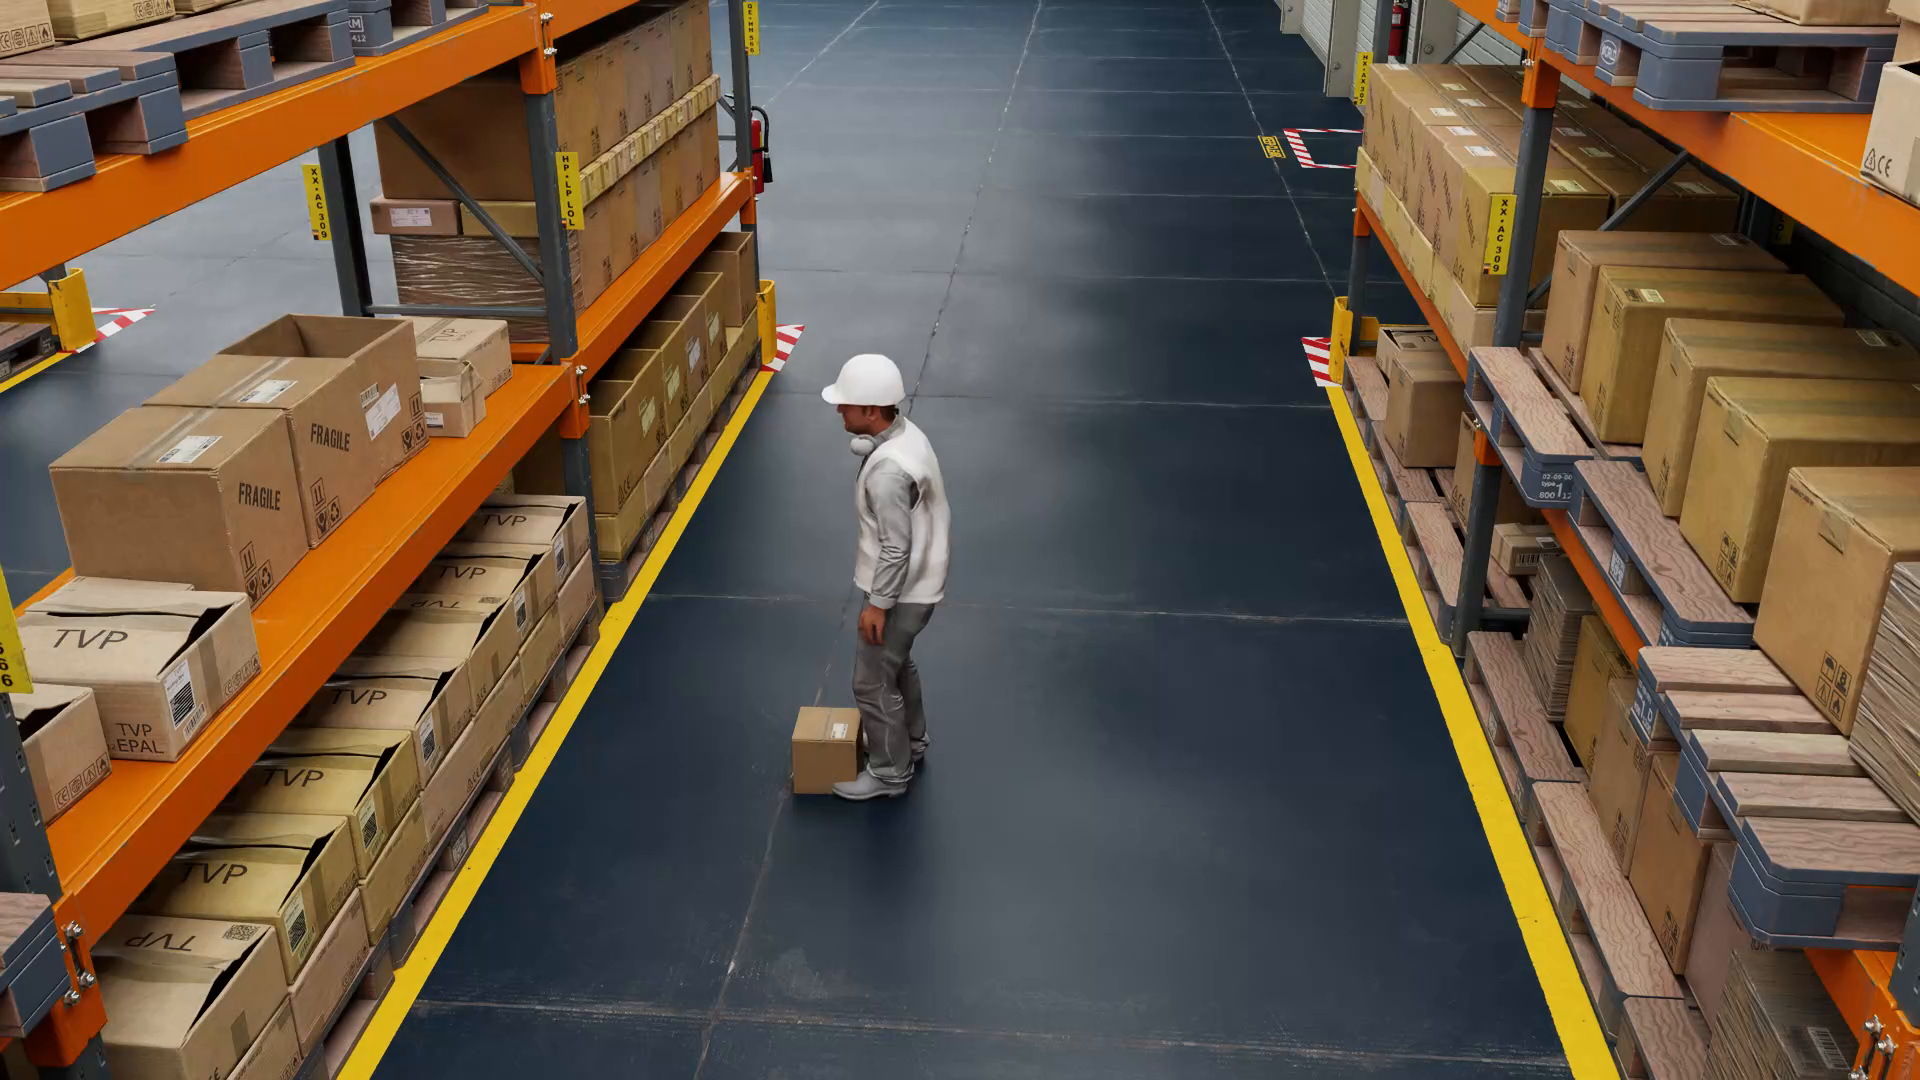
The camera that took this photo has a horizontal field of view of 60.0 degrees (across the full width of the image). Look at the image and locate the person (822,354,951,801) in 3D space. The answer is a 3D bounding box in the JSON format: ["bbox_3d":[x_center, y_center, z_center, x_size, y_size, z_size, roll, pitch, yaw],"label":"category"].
[{"bbox_3d":[-0.267,0.148,6.242,0.466,1.773,0.592,1,24,2],"label":"person"}]
